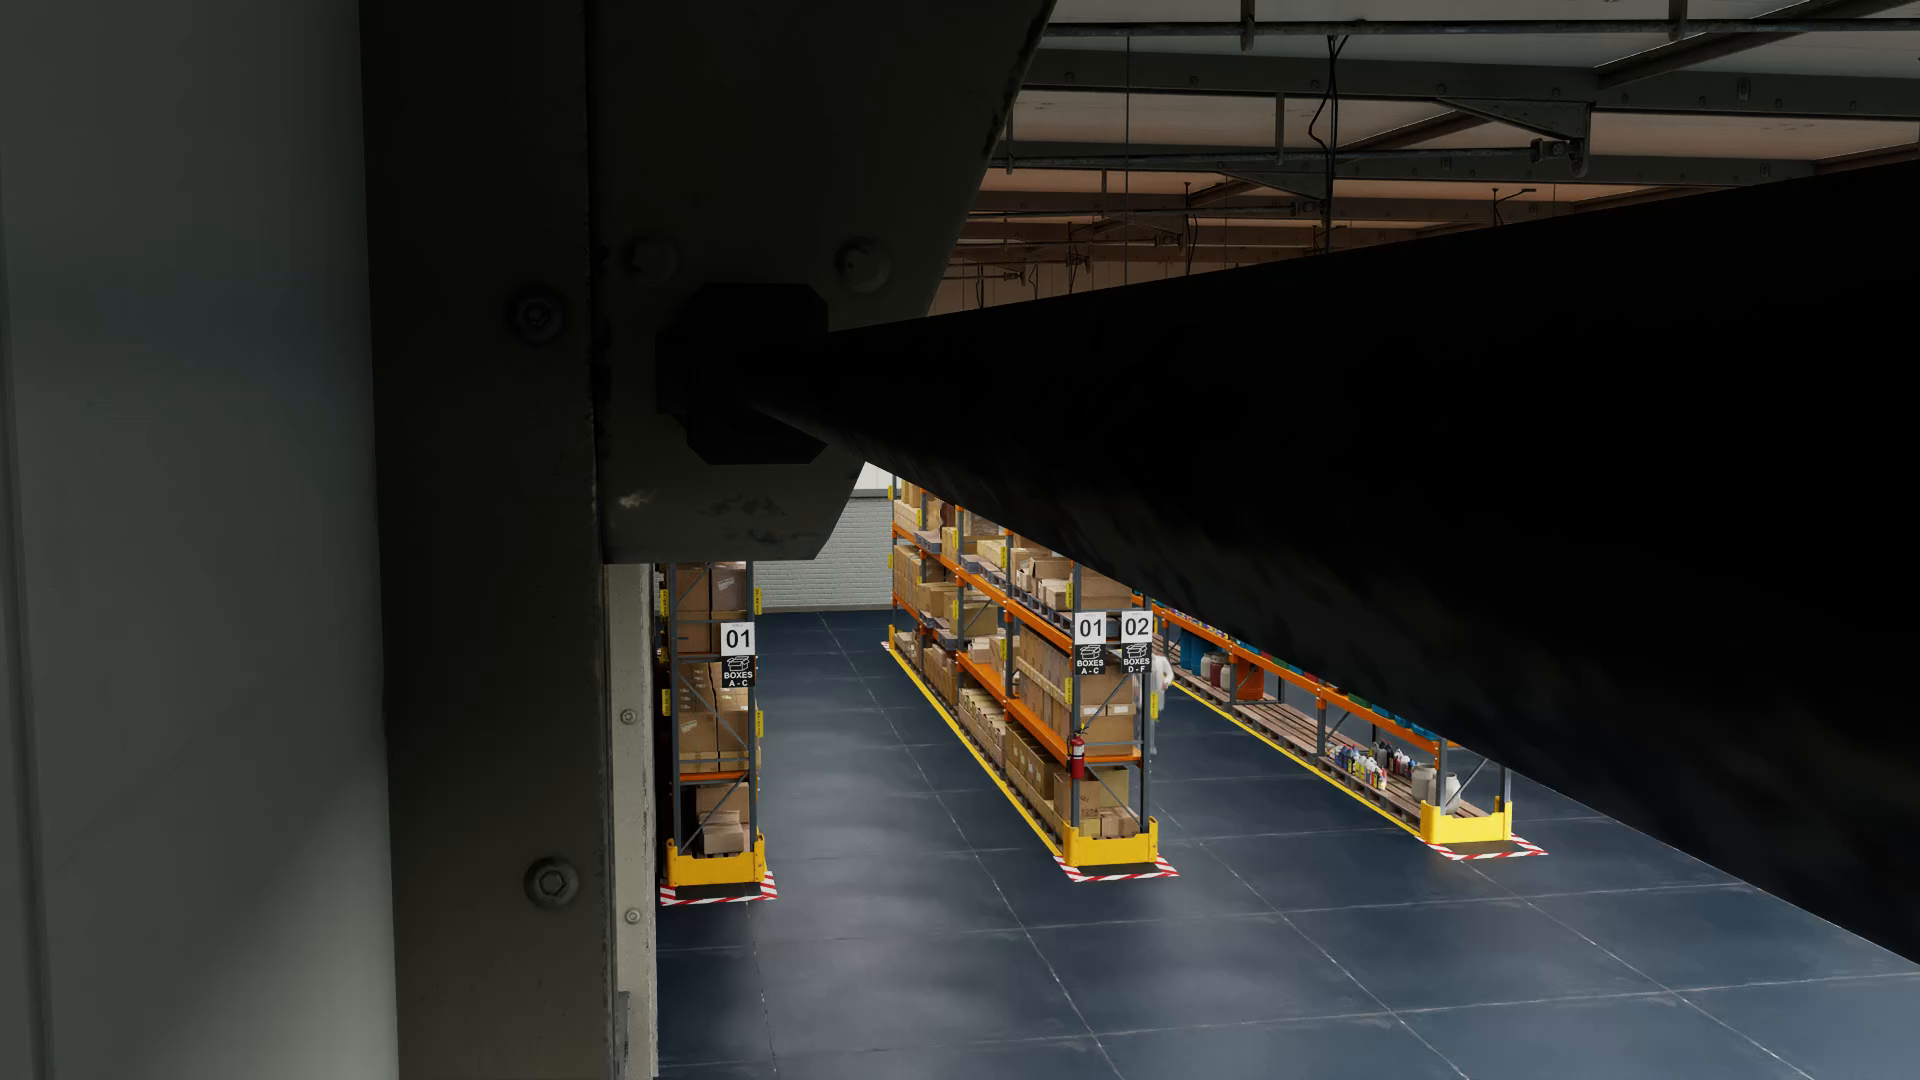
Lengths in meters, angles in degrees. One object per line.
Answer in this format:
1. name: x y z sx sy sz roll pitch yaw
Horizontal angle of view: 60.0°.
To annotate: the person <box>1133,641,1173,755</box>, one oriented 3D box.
1. person: 3.093 2.504 26.922 0.713 1.774 1.002 -1 6 -10
